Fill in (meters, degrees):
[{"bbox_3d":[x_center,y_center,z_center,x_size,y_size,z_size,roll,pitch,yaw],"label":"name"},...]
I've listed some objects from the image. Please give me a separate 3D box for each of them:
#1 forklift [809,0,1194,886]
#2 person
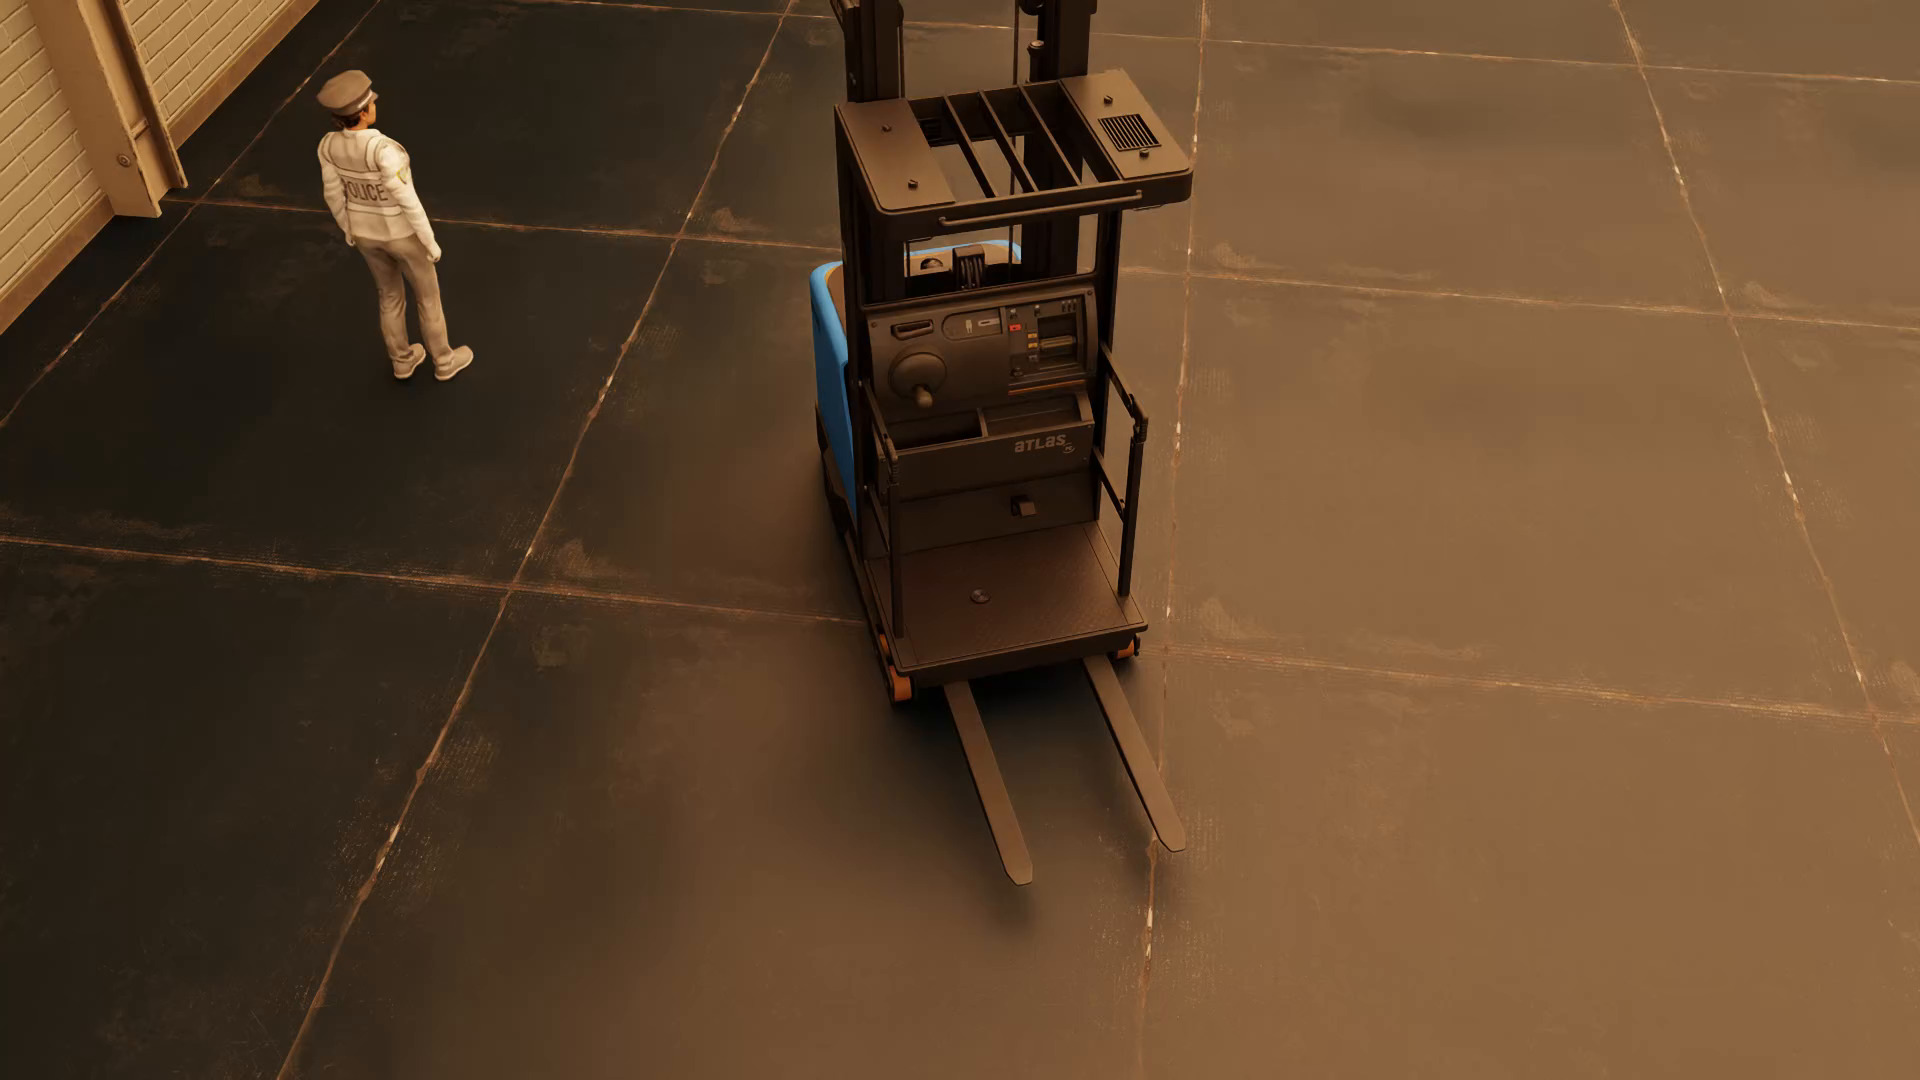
[{"bbox_3d":[0.153,-0.681,6.465,1.130,2.935,3.031,-10,44,-11],"label":"forklift"},{"bbox_3d":[-2.845,-1.546,8.334,0.535,1.685,0.355,11,44,12],"label":"person"}]
